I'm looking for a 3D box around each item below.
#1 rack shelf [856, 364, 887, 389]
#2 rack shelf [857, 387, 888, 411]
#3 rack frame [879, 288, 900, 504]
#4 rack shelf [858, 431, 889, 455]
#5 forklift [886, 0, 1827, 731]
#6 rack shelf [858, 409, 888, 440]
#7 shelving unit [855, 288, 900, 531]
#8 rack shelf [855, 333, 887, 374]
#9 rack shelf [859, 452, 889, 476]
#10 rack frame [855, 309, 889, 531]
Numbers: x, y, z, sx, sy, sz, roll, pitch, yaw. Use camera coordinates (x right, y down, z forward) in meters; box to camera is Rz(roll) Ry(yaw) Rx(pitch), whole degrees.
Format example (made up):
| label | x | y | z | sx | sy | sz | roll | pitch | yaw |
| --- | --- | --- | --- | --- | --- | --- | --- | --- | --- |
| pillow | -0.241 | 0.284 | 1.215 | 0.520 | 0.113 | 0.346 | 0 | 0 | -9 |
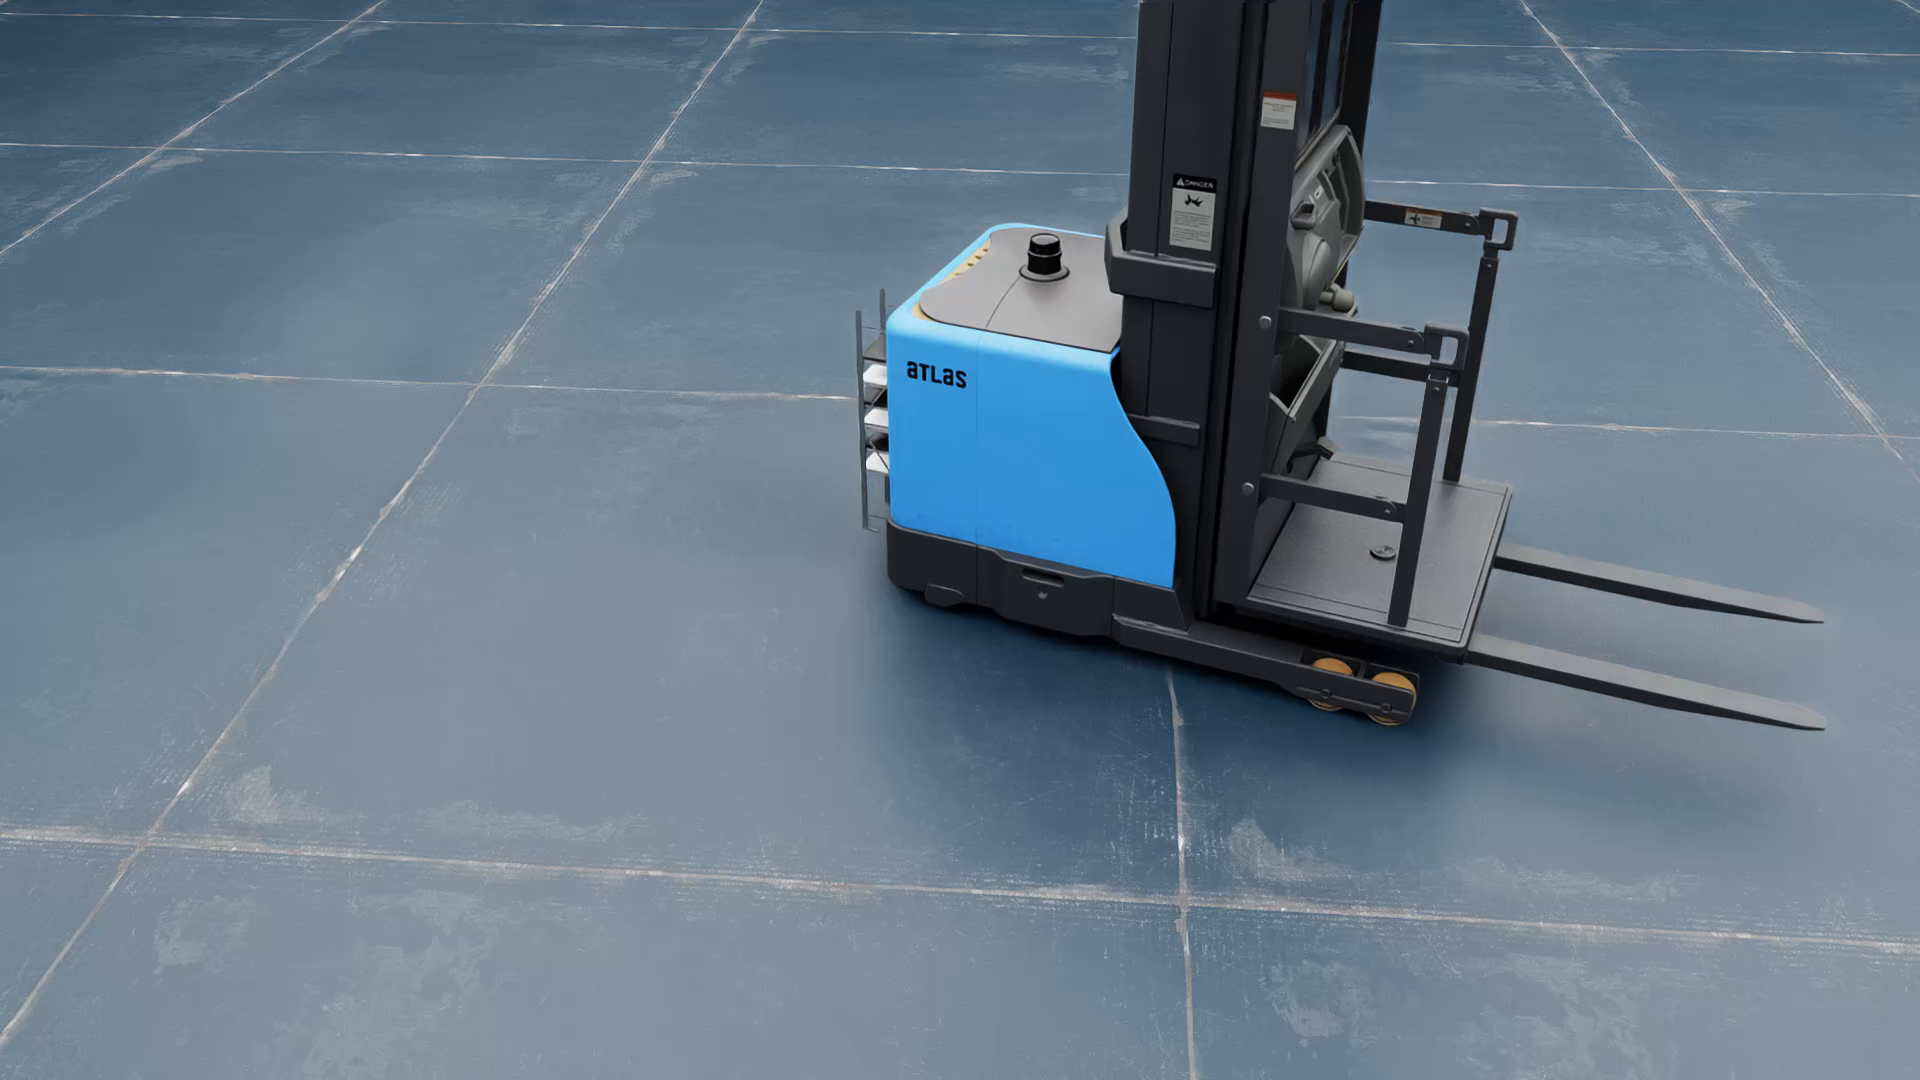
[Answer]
| label | x | y | z | sx | sy | sz | roll | pitch | yaw |
| --- | --- | --- | --- | --- | --- | --- | --- | --- | --- |
| rack shelf | -0.218 | -0.578 | 6.051 | 0.258 | 0.077 | 0.200 | 12 | 34 | 19 |
| rack shelf | -0.218 | -0.502 | 6.098 | 0.258 | 0.077 | 0.200 | 12 | 34 | 19 |
| rack frame | -0.180 | -0.503 | 6.208 | 0.240 | 0.900 | 0.006 | 12 | 34 | 19 |
| rack shelf | -0.218 | -0.348 | 6.193 | 0.258 | 0.077 | 0.200 | 12 | 34 | 19 |
| forklift | 1.307 | -0.976 | 5.040 | 3.031 | 2.935 | 1.130 | 13 | 34 | 20 |
| rack shelf | -0.218 | -0.425 | 6.146 | 0.258 | 0.077 | 0.200 | 12 | 34 | 19 |
| shelving unit | -0.218 | -0.453 | 6.128 | 0.258 | 0.900 | 0.210 | 12 | 34 | 19 |
| rack shelf | -0.218 | -0.655 | 6.004 | 0.258 | 0.077 | 0.200 | 12 | 34 | 19 |
| rack shelf | -0.218 | -0.272 | 6.240 | 0.258 | 0.077 | 0.200 | 12 | 34 | 19 |
| rack frame | -0.257 | -0.404 | 6.048 | 0.240 | 0.900 | 0.006 | 12 | 34 | 19 |
